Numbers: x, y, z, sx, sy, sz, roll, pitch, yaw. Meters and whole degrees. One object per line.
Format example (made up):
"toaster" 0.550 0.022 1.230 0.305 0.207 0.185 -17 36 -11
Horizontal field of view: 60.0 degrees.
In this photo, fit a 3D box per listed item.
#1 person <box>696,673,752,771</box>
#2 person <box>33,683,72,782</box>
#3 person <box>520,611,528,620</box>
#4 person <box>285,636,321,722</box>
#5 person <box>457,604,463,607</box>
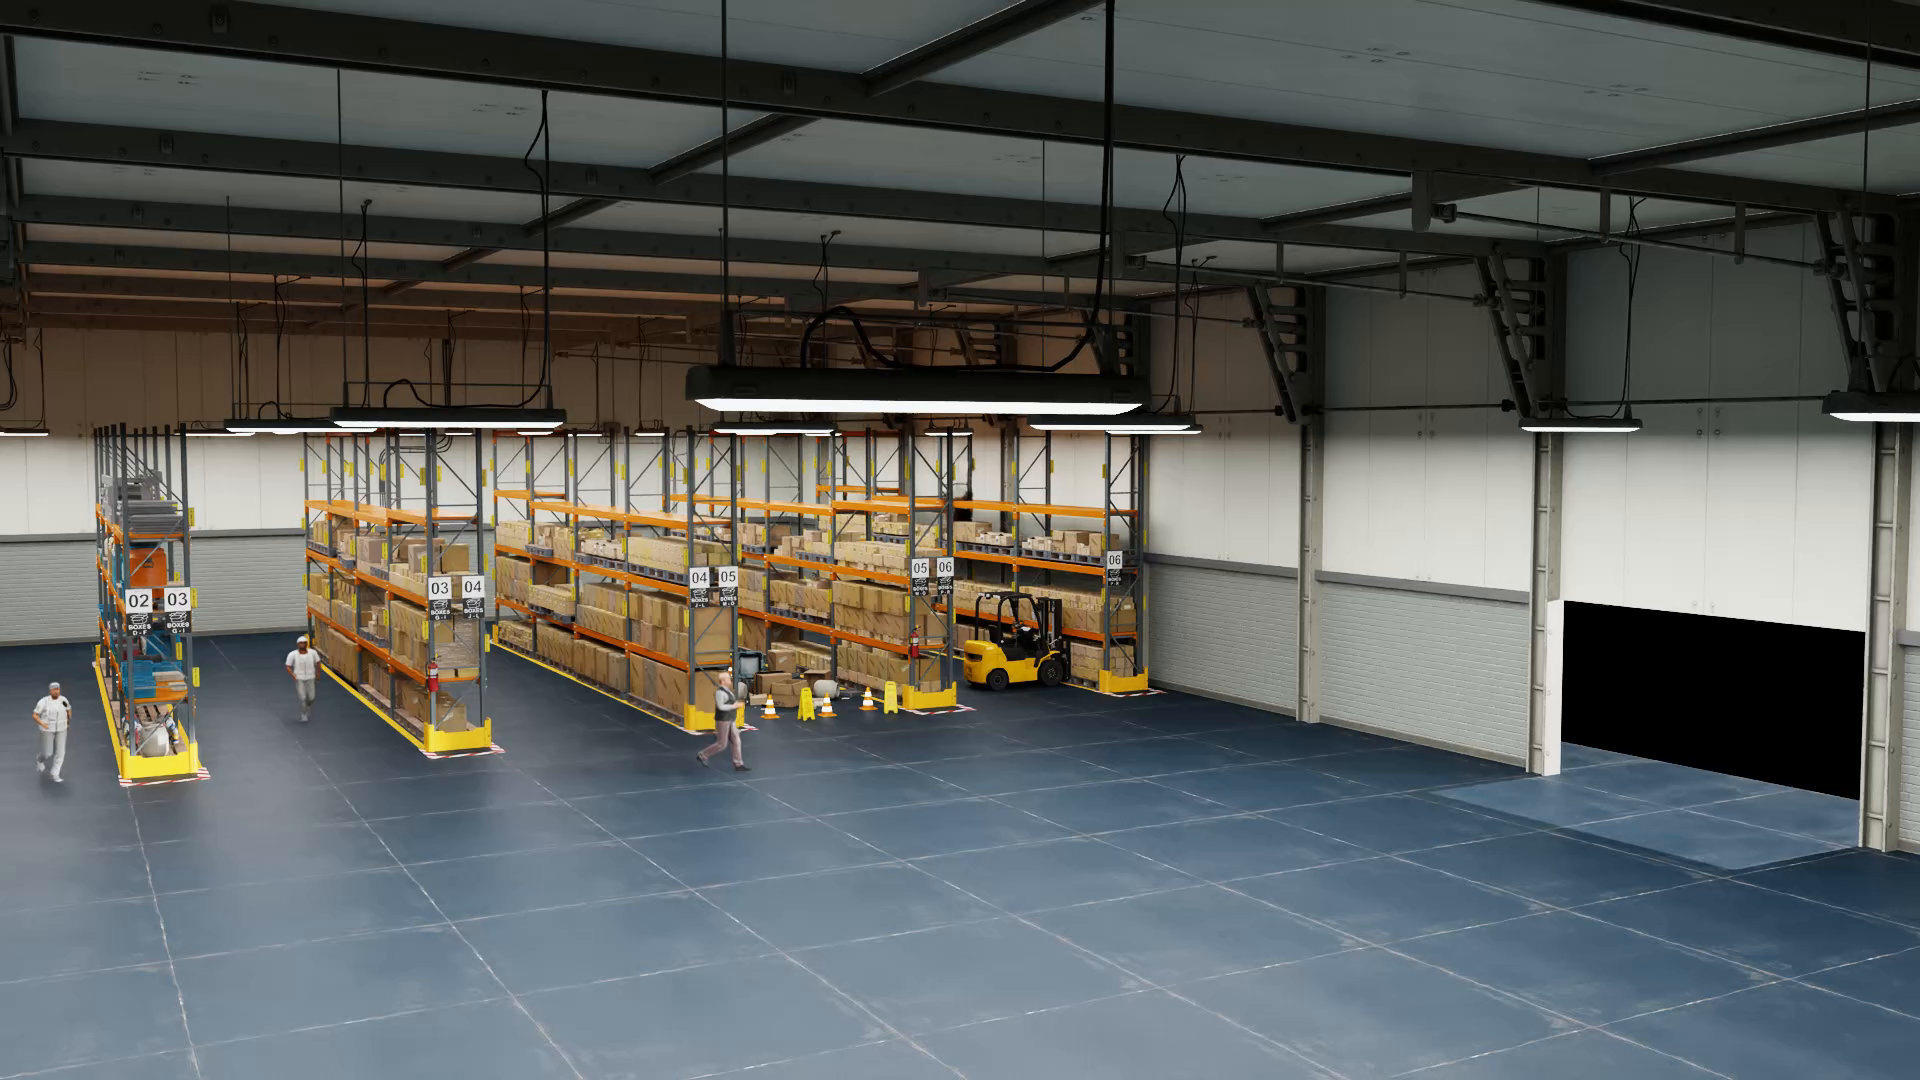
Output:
"person" -4.040 3.119 28.522 0.955 1.698 0.673 1 3 9
"person" -15.291 3.217 28.060 0.618 1.640 0.724 -3 5 -44
"person" -12.580 1.923 48.540 0.593 1.741 0.703 -2 4 -24
"person" -13.325 2.814 33.787 0.692 1.726 0.544 -2 4 -32
"person" -13.426 2.177 44.711 0.559 1.718 0.828 -2 4 -27
